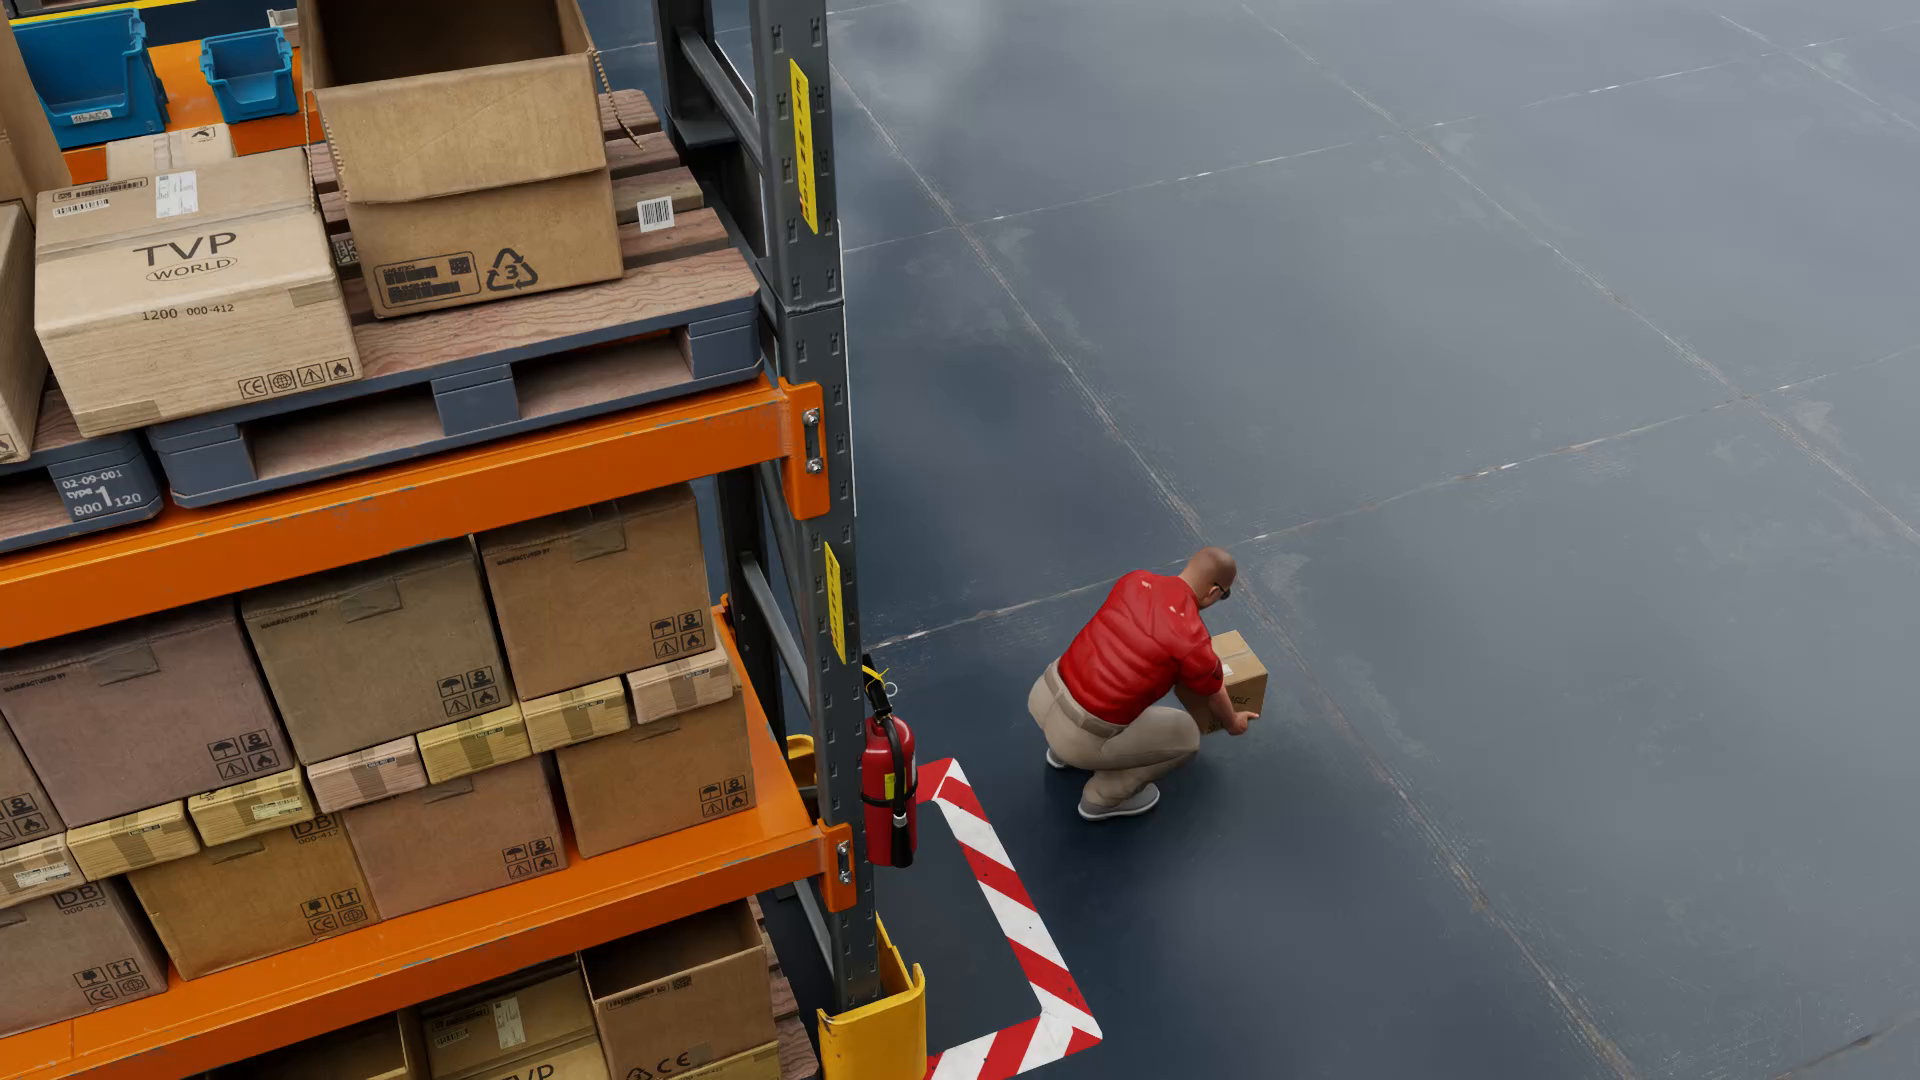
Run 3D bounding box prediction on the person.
[{"bbox_3d":[0.684,0.518,6.166,0.885,0.977,0.540,-16,44,-17],"label":"person"}]
